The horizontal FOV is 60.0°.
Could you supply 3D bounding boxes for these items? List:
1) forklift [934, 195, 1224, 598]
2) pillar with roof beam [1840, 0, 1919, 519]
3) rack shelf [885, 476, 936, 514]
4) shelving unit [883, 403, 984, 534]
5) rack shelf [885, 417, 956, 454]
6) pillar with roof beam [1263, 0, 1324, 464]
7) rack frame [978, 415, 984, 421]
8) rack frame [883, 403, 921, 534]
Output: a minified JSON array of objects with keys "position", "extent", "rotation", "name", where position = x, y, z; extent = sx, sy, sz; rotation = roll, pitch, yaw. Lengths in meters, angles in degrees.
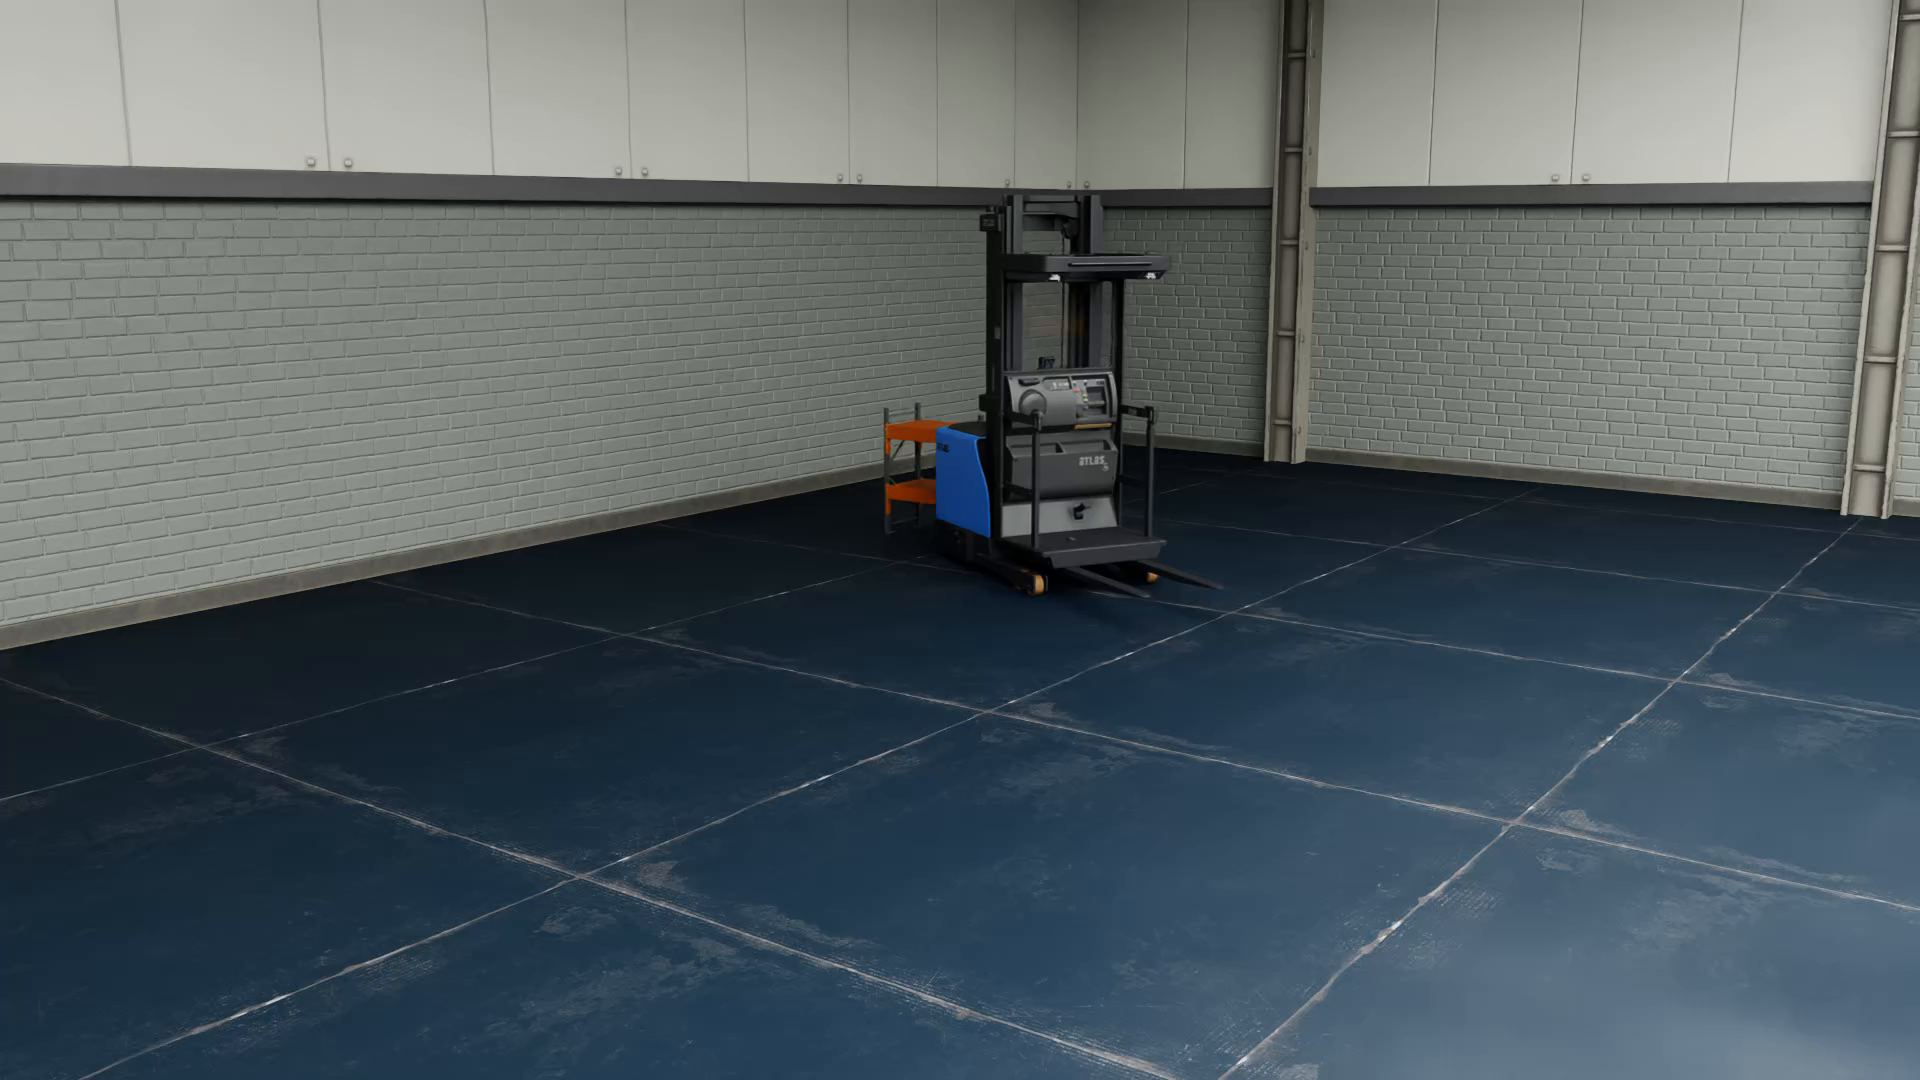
[{"position":[0.884,-1.118,12.594],"extent":[1.130,2.935,3.031],"rotation":[-5,12,-26],"name":"forklift"},{"position":[6.052,-4.002,11.524],"extent":[0.400,9.000,9.100],"rotation":[8,13,36],"name":"pillar with roof beam"},{"position":[-0.103,-0.351,14.672],"extent":[1.000,0.278,0.538],"rotation":[8,13,35],"name":"rack shelf"},{"position":[-0.103,-0.592,14.626],"extent":[1.048,1.125,0.538],"rotation":[8,13,35],"name":"shelving unit"},{"position":[-0.103,-0.879,14.570],"extent":[1.000,0.278,0.538],"rotation":[8,13,35],"name":"rack shelf"},{"position":[1.216,-4.676,15.010],"extent":[0.400,9.000,9.100],"rotation":[8,13,36],"name":"pillar with roof beam"},{"position":[0.309,-0.535,14.334],"extent":[0.032,1.125,0.500],"rotation":[8,13,35],"name":"rack frame"},{"position":[-0.515,-0.648,14.918],"extent":[0.032,1.125,0.500],"rotation":[8,13,35],"name":"rack frame"}]
